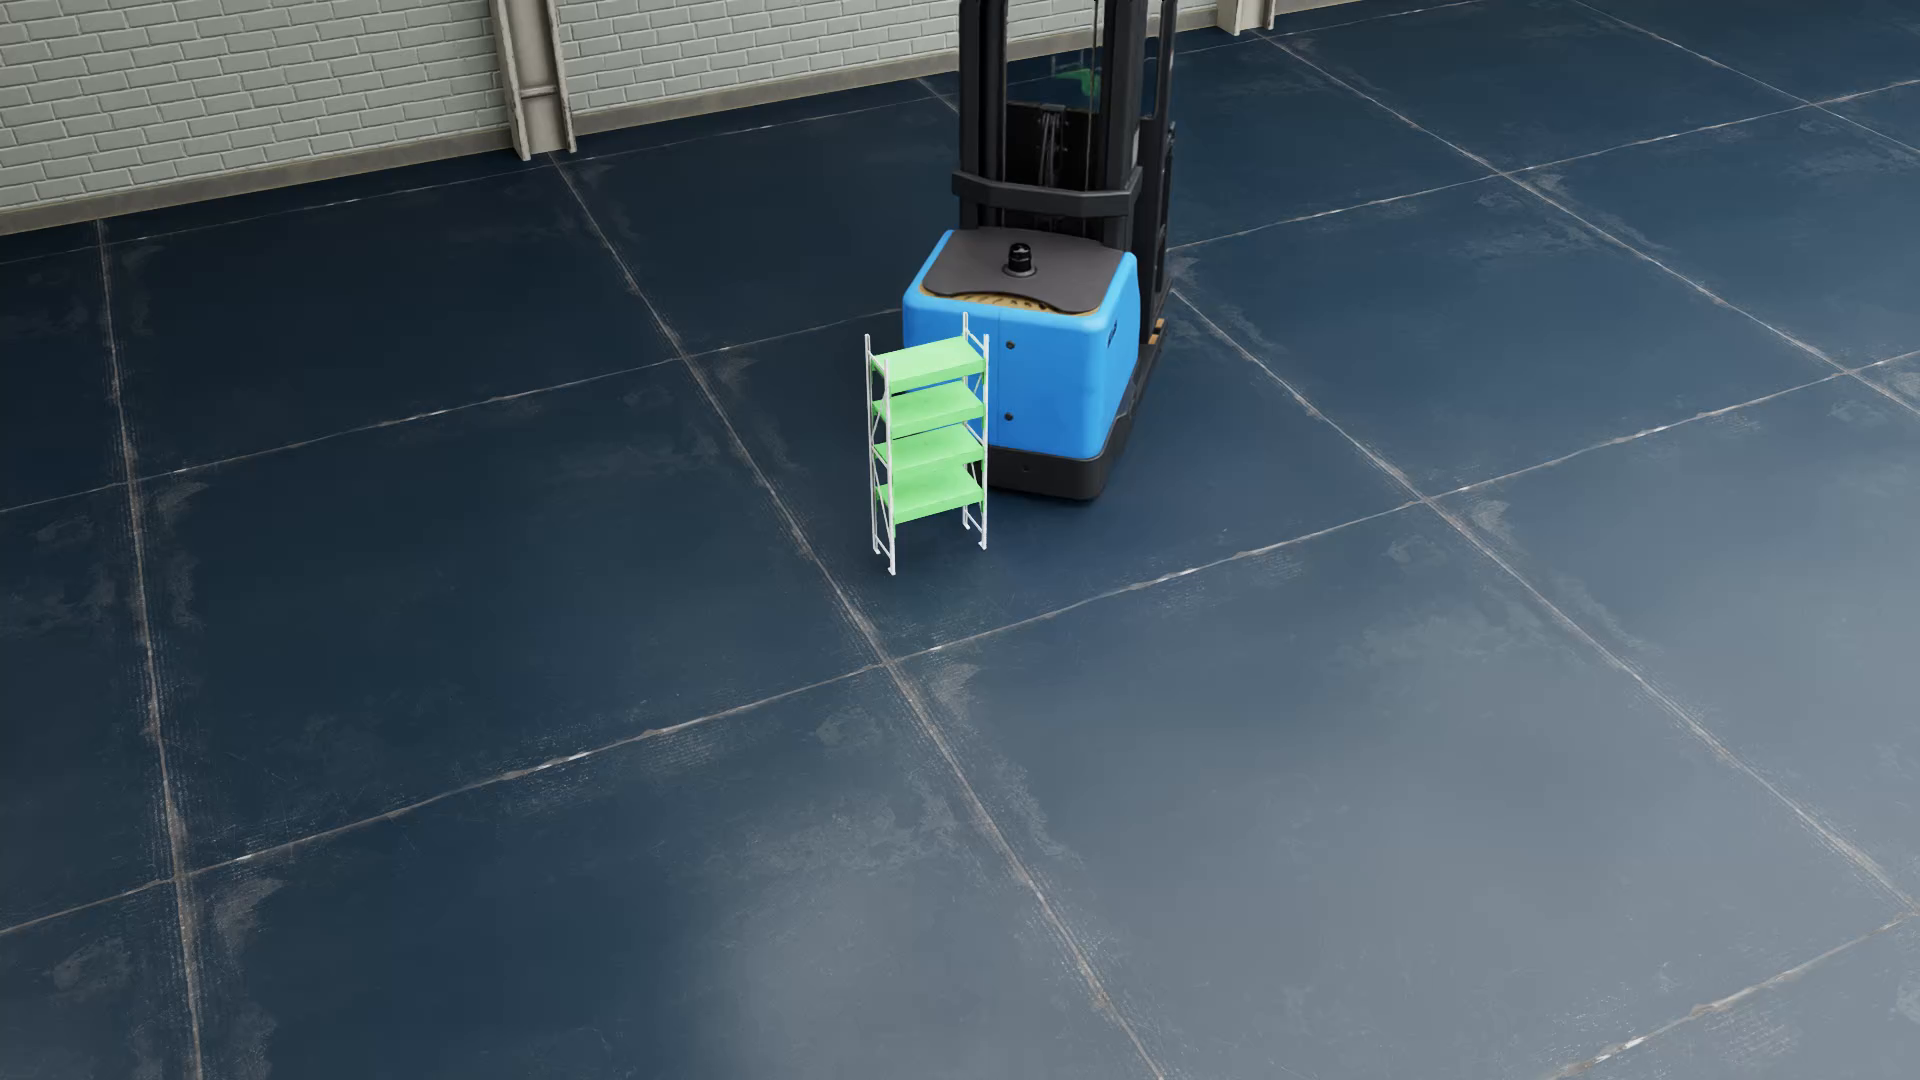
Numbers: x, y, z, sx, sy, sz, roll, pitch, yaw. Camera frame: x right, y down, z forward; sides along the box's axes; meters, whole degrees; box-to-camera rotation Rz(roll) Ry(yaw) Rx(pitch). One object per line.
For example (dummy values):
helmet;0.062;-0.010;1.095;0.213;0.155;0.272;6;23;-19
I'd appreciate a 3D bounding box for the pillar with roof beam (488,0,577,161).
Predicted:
pillar with roof beam;-1.188;-4.141;6.280;0.400;9.000;9.100;-16;39;-20

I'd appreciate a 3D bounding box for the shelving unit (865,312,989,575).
shelving unit;-0.150;-0.440;7.836;0.503;1.200;0.258;-16;39;-20

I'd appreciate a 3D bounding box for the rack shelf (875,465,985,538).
rack shelf;-0.150;-0.196;8.017;0.480;0.148;0.258;-16;39;-20

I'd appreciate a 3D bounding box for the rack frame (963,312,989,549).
rack frame;0.071;-0.502;7.919;0.015;1.200;0.240;-16;39;-20

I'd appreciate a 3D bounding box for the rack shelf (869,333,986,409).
rack shelf;-0.150;-0.774;7.588;0.480;0.148;0.258;-16;39;-20

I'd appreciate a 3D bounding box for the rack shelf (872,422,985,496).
rack shelf;-0.150;-0.389;7.874;0.480;0.148;0.258;-16;39;-20

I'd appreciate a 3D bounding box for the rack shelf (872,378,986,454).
rack shelf;-0.150;-0.581;7.731;0.480;0.148;0.258;-16;39;-20

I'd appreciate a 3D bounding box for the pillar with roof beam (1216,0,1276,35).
pillar with roof beam;4.243;-5.660;8.327;0.400;9.000;9.100;-16;39;-20

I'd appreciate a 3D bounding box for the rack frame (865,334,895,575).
rack frame;-0.371;-0.378;7.753;0.015;1.200;0.240;-16;39;-20

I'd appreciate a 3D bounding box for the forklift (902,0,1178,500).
forklift;0.600;-2.260;8.837;1.130;2.935;3.031;10;38;13
